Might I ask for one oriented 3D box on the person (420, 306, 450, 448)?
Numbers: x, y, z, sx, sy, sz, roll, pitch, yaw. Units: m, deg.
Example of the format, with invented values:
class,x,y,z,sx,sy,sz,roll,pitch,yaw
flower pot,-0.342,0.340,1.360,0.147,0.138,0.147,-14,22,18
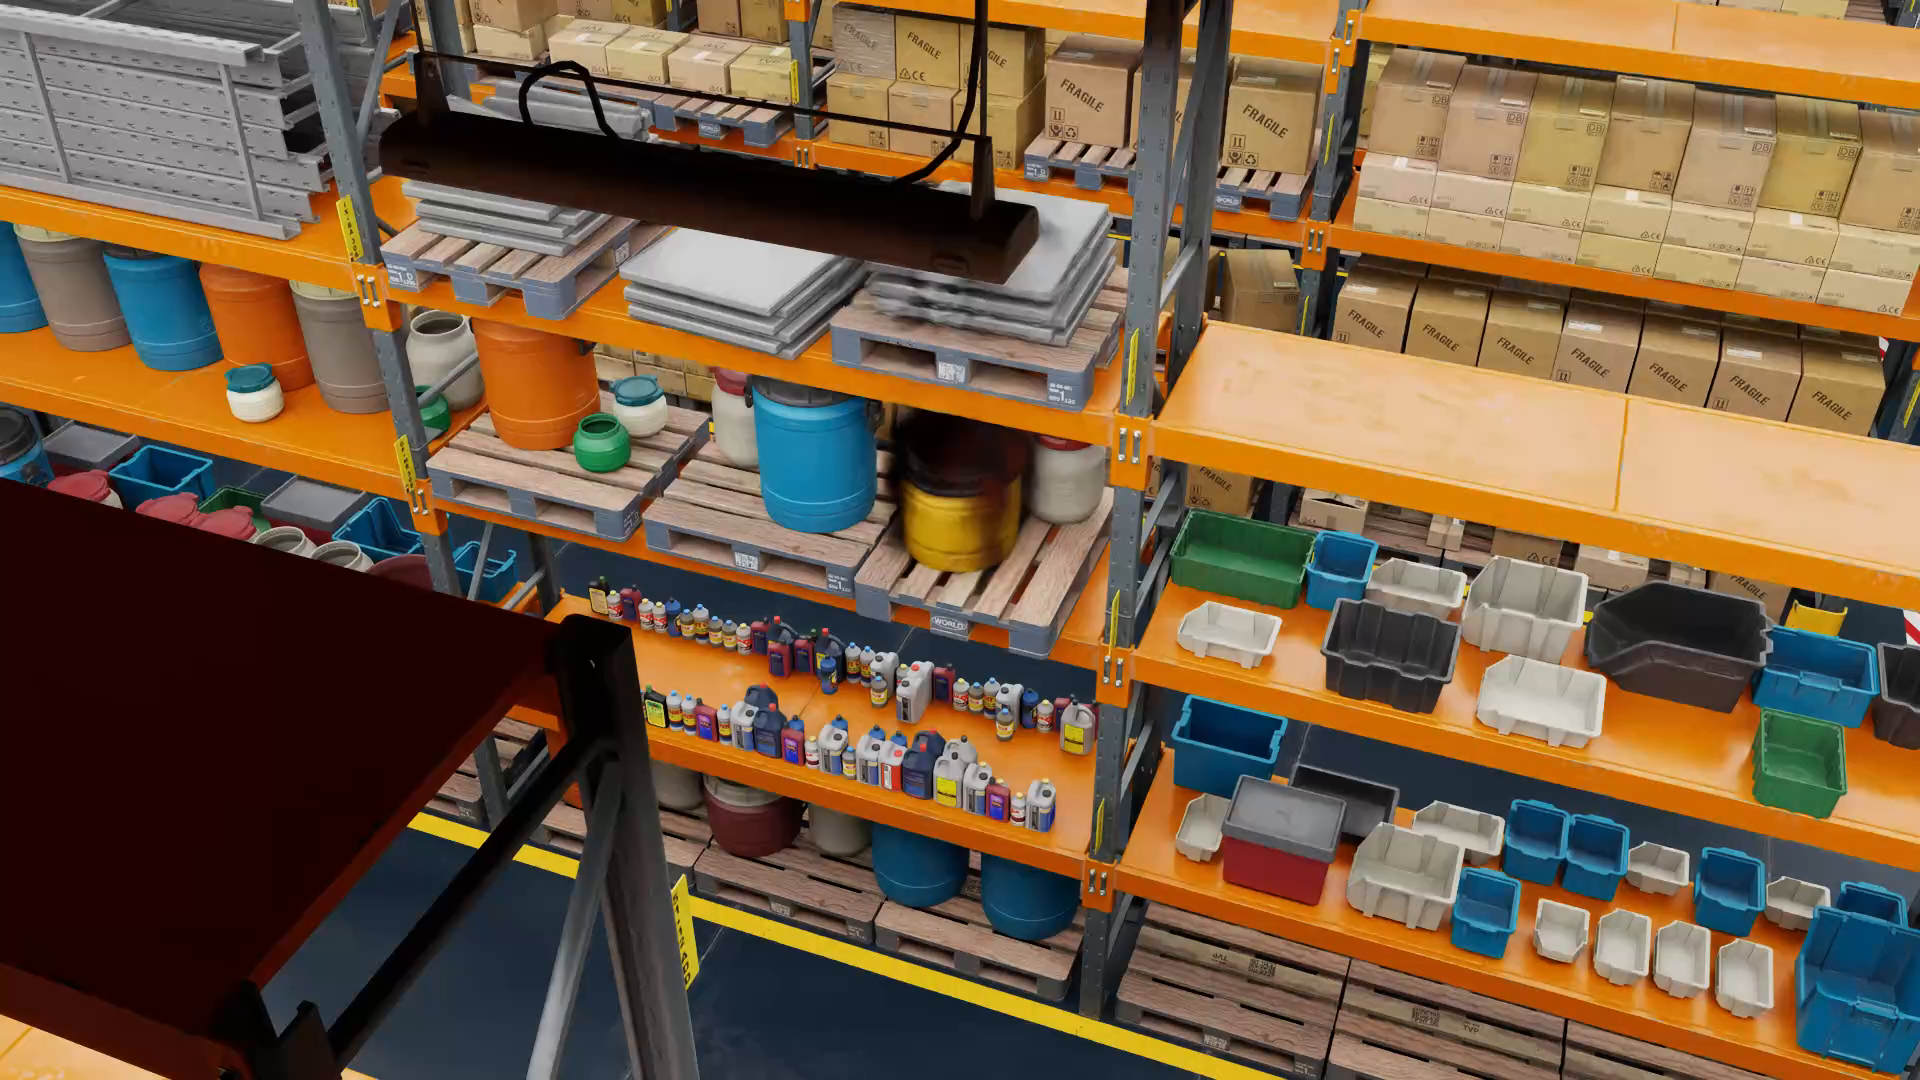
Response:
class,x,y,z,sx,sy,sz,roll,pitch,yaw
person,-4.174,-1.300,13.651,0.920,1.706,0.628,-10,38,-13
